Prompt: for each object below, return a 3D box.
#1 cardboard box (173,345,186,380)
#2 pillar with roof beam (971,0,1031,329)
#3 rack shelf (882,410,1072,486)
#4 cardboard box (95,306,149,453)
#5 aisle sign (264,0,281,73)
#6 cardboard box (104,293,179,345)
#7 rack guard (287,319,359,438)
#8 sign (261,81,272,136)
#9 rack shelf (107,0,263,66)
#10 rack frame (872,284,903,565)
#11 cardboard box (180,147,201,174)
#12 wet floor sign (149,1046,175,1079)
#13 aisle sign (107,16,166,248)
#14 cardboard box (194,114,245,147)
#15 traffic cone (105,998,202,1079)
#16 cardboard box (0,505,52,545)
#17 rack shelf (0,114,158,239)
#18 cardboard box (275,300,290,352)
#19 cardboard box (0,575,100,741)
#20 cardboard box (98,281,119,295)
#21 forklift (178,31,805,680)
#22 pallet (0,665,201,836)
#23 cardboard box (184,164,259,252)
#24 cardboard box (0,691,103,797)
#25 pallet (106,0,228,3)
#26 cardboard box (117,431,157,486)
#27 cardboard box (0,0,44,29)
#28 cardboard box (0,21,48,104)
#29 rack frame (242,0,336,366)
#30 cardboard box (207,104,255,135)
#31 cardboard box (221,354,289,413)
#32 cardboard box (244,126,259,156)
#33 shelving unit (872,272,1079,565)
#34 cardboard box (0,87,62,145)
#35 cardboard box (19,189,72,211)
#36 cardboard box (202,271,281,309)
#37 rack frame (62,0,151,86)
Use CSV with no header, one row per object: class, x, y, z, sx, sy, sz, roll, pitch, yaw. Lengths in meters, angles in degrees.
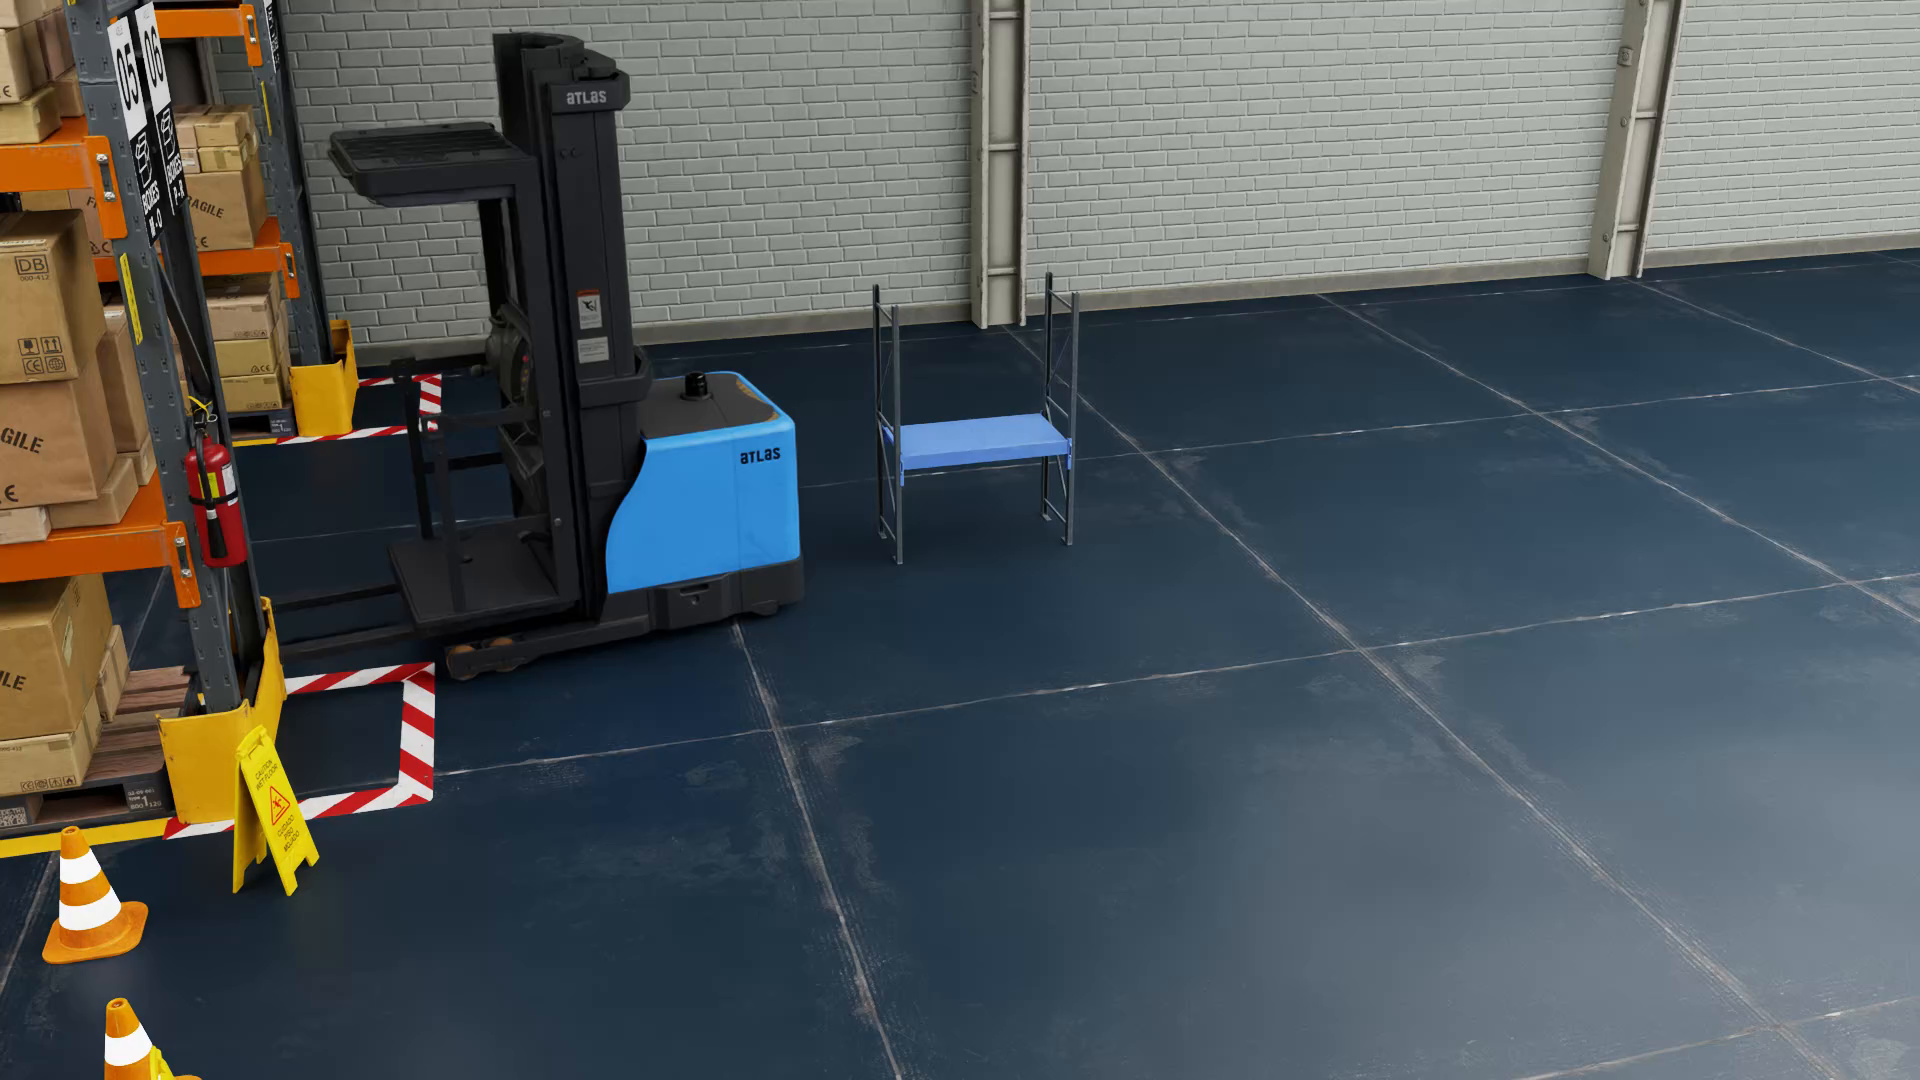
cardboard box,-5.411,-1.250,11.179,0.500,0.250,0.500,-7,24,-15
pillar with roof beam,1.485,-4.340,8.453,0.400,9.000,9.100,-6,24,-14
rack shelf,0.082,-0.533,9.546,1.000,0.185,0.538,-6,24,-14
cardboard box,-3.727,-0.664,6.989,0.500,0.500,0.500,-7,24,-15
aisle sign,-4.398,-3.401,10.575,0.004,0.787,0.394,-6,24,-14
cardboard box,-5.390,-1.475,11.071,0.500,0.250,0.500,-6,24,-13
rack guard,-4.518,-1.164,11.830,0.348,0.500,1.175,-6,24,-14
sign,-4.407,-2.744,10.572,0.005,0.325,0.100,-6,24,-14
rack shelf,-6.466,-3.145,10.385,4.000,0.370,1.077,-6,24,-14
rack frame,-0.407,-0.644,9.349,0.032,1.500,0.500,-6,24,-14
cardboard box,-5.037,-2.473,10.760,0.250,0.149,0.380,-6,24,-14
wet floor sign,-2.269,1.769,4.809,0.232,0.644,0.267,-11,25,-23
aisle sign,-3.058,-1.518,6.186,0.004,0.787,0.394,-6,24,-14
cardboard box,-4.829,-2.673,10.849,0.250,0.149,0.380,-6,24,-14
traffic cone,-2.635,1.660,5.294,0.334,0.463,0.336,-6,24,-14
cardboard box,-3.713,-0.121,6.546,0.250,0.149,0.380,-7,24,-15
rack shelf,-5.122,-1.261,5.994,4.000,0.370,1.077,-6,24,-14
cardboard box,-5.049,-1.499,11.759,0.500,0.250,0.500,-6,24,-13
cardboard box,-3.897,0.484,6.822,0.500,0.500,0.500,-6,24,-14
cardboard box,-6.019,-1.616,11.399,0.500,0.250,0.500,-6,24,-15
forklift,-2.388,-0.897,8.123,3.031,2.935,1.130,-10,25,-23
pallet,-4.061,0.936,7.301,1.213,0.211,1.003,-6,24,-14
cardboard box,-4.944,-2.204,10.957,0.500,0.500,0.500,-7,24,-16
cardboard box,-3.925,0.835,6.955,0.500,0.250,0.500,-6,24,-15
pallet,-5.228,-3.583,10.604,1.213,0.211,1.003,-6,24,-14
cardboard box,-3.579,-0.353,7.088,0.250,0.149,0.380,-6,24,-14
cardboard box,-3.442,-1.908,5.896,0.250,0.149,0.380,-6,24,-14
cardboard box,-3.616,-1.716,5.954,0.500,0.250,0.500,-7,24,-15
rack frame,-4.541,-2.311,11.331,0.127,3.000,1.000,-6,24,-14
cardboard box,-4.922,-2.837,11.230,0.250,0.149,0.380,-7,24,-15
cardboard box,-4.908,-1.070,11.394,0.500,0.250,0.500,-6,24,-14
cardboard box,-4.937,-2.717,11.329,0.250,0.149,0.380,-7,24,-16
shelving unit,0.082,-0.698,9.475,1.048,1.500,0.538,-6,24,-14
cardboard box,-3.464,-1.545,6.062,0.250,0.149,0.380,-6,24,-14
cardboard box,-5.939,-2.098,10.709,0.500,0.500,0.500,-7,24,-15
cardboard box,-5.055,-1.720,11.641,0.500,0.250,0.500,-7,24,-15
rack frame,-3.196,-3.183,5.757,0.127,3.000,1.000,-6,24,-14
